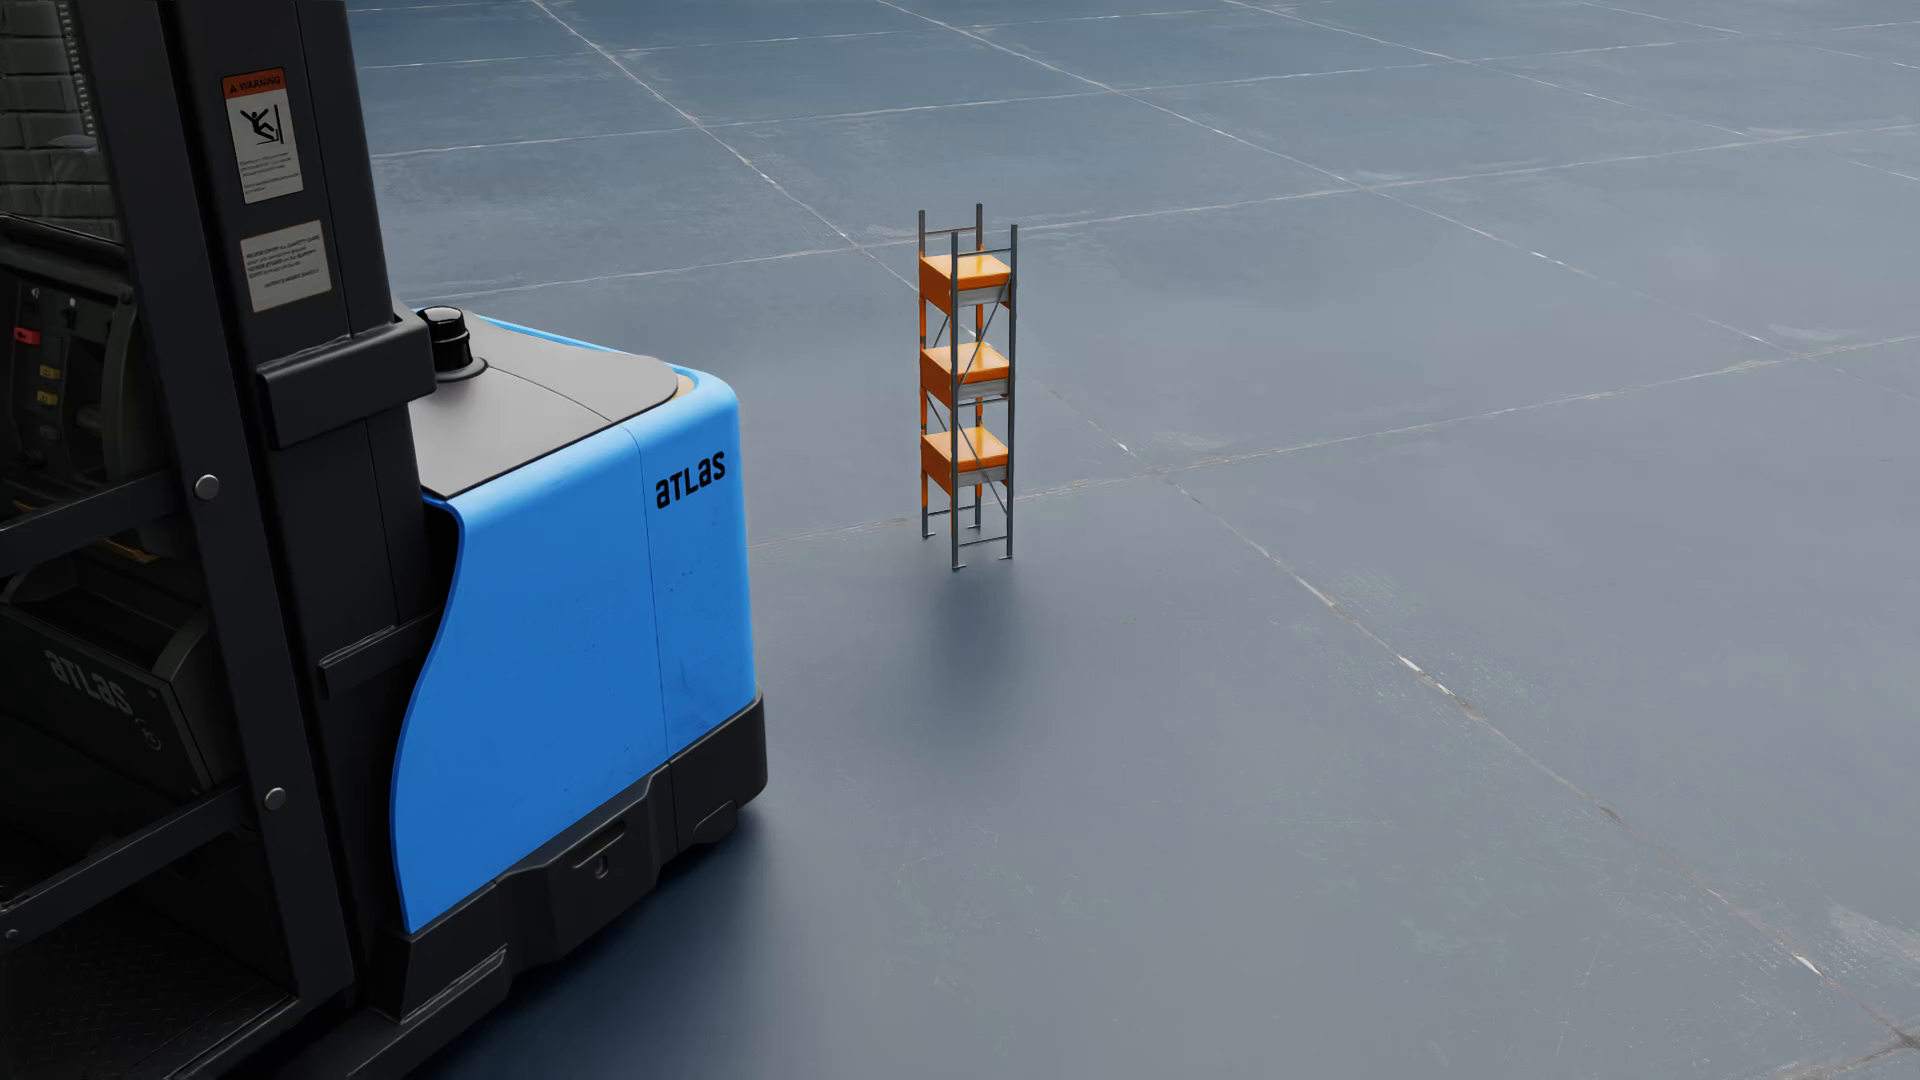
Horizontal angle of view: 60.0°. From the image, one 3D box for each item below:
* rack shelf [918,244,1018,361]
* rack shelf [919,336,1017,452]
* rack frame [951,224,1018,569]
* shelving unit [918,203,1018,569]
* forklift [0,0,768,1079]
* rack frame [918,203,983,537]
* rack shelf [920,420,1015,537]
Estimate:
[{"bbox_3d":[0.021,-0.696,4.856,0.215,0.259,0.240,-11,28,-21],"label":"rack shelf"},{"bbox_3d":[0.021,-0.441,4.980,0.215,0.259,0.240,-11,28,-21],"label":"rack shelf"},{"bbox_3d":[0.069,-0.401,4.875,0.200,1.050,0.008,-11,28,-21],"label":"rack frame"},{"bbox_3d":[0.021,-0.450,4.975,0.215,1.050,0.252,-11,28,-21],"label":"shelving unit"},{"bbox_3d":[-1.685,-0.270,2.462,1.130,2.935,3.031,16,30,30],"label":"forklift"},{"bbox_3d":[-0.027,-0.499,5.076,0.200,1.050,0.008,-11,28,-21],"label":"rack frame"},{"bbox_3d":[0.021,-0.191,5.102,0.215,0.259,0.240,-11,28,-21],"label":"rack shelf"}]
